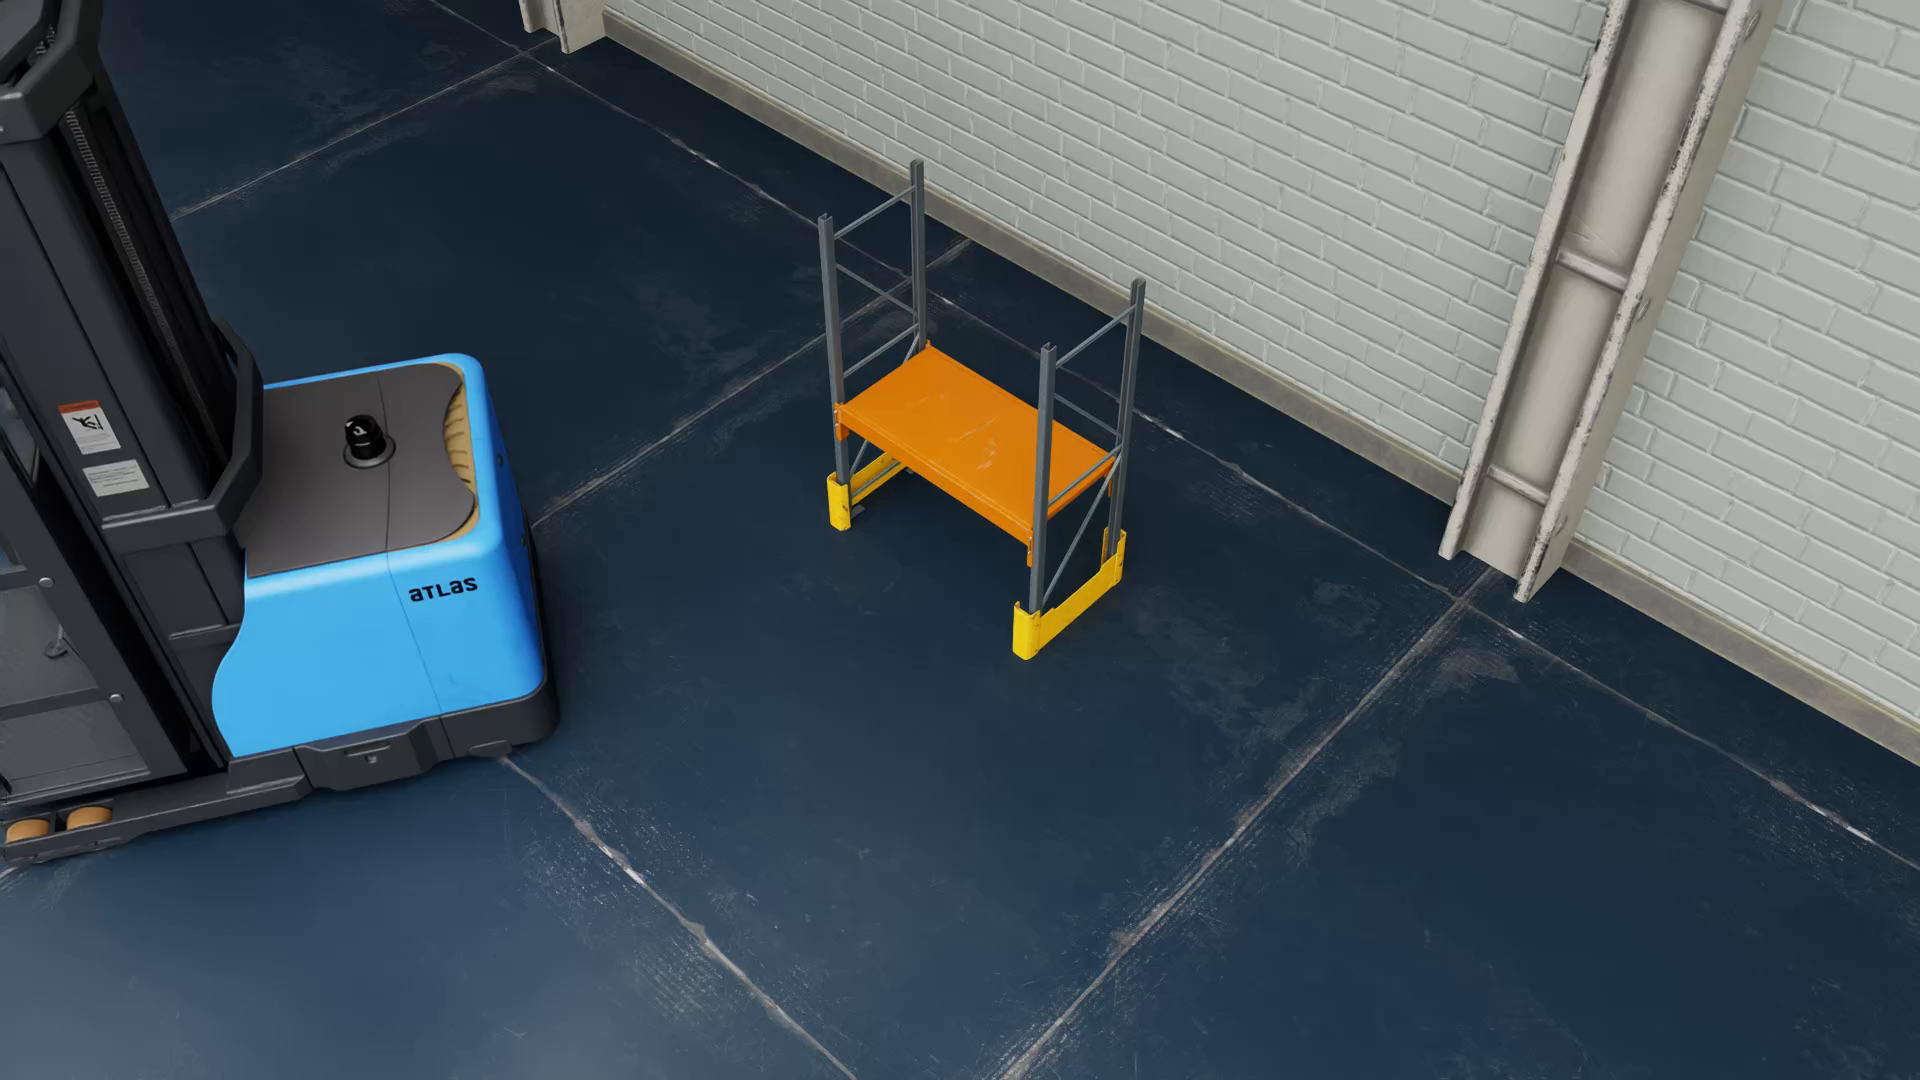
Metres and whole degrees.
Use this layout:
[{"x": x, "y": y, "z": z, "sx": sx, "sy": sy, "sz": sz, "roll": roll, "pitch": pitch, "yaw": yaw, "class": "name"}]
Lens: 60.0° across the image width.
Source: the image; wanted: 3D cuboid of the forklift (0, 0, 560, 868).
[{"x": -3.032, "y": -0.323, "z": 5.043, "sx": 3.031, "sy": 2.935, "sz": 1.130, "roll": -11, "pitch": 48, "yaw": -11, "class": "forklift"}]

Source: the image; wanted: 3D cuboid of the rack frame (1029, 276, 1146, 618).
[{"x": 0.436, "y": -0.220, "z": 5.928, "sx": 0.032, "sy": 1.500, "sz": 0.500, "roll": 34, "pitch": 55, "yaw": 28, "class": "rack frame"}]

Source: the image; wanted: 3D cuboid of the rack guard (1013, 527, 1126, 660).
[{"x": 0.422, "y": 0.198, "z": 6.392, "sx": 0.087, "sy": 0.250, "sz": 0.587, "roll": 34, "pitch": 55, "yaw": 28, "class": "rack guard"}]

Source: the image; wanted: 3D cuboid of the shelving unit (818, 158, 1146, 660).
[{"x": 0.056, "y": -0.476, "z": 6.168, "sx": 1.083, "sy": 1.500, "sz": 0.587, "roll": 34, "pitch": 55, "yaw": 28, "class": "shelving unit"}]

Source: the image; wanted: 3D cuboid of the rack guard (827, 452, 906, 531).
[{"x": -0.310, "y": -0.294, "z": 6.855, "sx": 0.087, "sy": 0.250, "sz": 0.587, "roll": 34, "pitch": 55, "yaw": 28, "class": "rack guard"}]

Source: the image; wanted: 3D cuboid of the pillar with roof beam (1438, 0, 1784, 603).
[{"x": -0.747, "y": -0.704, "z": 1.238, "sx": 0.400, "sy": 9.000, "sz": 9.100, "roll": 34, "pitch": 55, "yaw": 28, "class": "pillar with roof beam"}]

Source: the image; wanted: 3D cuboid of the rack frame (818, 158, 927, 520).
[{"x": -0.311, "y": -0.723, "z": 6.400, "sx": 0.032, "sy": 1.500, "sz": 0.500, "roll": 34, "pitch": 55, "yaw": 28, "class": "rack frame"}]

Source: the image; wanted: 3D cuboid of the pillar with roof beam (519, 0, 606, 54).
[{"x": -5.156, "y": -3.671, "z": 4.024, "sx": 0.400, "sy": 9.000, "sz": 9.100, "roll": 34, "pitch": 55, "yaw": 28, "class": "pillar with roof beam"}]

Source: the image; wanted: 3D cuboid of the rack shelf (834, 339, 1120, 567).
[{"x": 0.063, "y": -0.348, "z": 6.295, "sx": 1.000, "sy": 0.185, "sz": 0.538, "roll": 34, "pitch": 55, "yaw": 28, "class": "rack shelf"}]
